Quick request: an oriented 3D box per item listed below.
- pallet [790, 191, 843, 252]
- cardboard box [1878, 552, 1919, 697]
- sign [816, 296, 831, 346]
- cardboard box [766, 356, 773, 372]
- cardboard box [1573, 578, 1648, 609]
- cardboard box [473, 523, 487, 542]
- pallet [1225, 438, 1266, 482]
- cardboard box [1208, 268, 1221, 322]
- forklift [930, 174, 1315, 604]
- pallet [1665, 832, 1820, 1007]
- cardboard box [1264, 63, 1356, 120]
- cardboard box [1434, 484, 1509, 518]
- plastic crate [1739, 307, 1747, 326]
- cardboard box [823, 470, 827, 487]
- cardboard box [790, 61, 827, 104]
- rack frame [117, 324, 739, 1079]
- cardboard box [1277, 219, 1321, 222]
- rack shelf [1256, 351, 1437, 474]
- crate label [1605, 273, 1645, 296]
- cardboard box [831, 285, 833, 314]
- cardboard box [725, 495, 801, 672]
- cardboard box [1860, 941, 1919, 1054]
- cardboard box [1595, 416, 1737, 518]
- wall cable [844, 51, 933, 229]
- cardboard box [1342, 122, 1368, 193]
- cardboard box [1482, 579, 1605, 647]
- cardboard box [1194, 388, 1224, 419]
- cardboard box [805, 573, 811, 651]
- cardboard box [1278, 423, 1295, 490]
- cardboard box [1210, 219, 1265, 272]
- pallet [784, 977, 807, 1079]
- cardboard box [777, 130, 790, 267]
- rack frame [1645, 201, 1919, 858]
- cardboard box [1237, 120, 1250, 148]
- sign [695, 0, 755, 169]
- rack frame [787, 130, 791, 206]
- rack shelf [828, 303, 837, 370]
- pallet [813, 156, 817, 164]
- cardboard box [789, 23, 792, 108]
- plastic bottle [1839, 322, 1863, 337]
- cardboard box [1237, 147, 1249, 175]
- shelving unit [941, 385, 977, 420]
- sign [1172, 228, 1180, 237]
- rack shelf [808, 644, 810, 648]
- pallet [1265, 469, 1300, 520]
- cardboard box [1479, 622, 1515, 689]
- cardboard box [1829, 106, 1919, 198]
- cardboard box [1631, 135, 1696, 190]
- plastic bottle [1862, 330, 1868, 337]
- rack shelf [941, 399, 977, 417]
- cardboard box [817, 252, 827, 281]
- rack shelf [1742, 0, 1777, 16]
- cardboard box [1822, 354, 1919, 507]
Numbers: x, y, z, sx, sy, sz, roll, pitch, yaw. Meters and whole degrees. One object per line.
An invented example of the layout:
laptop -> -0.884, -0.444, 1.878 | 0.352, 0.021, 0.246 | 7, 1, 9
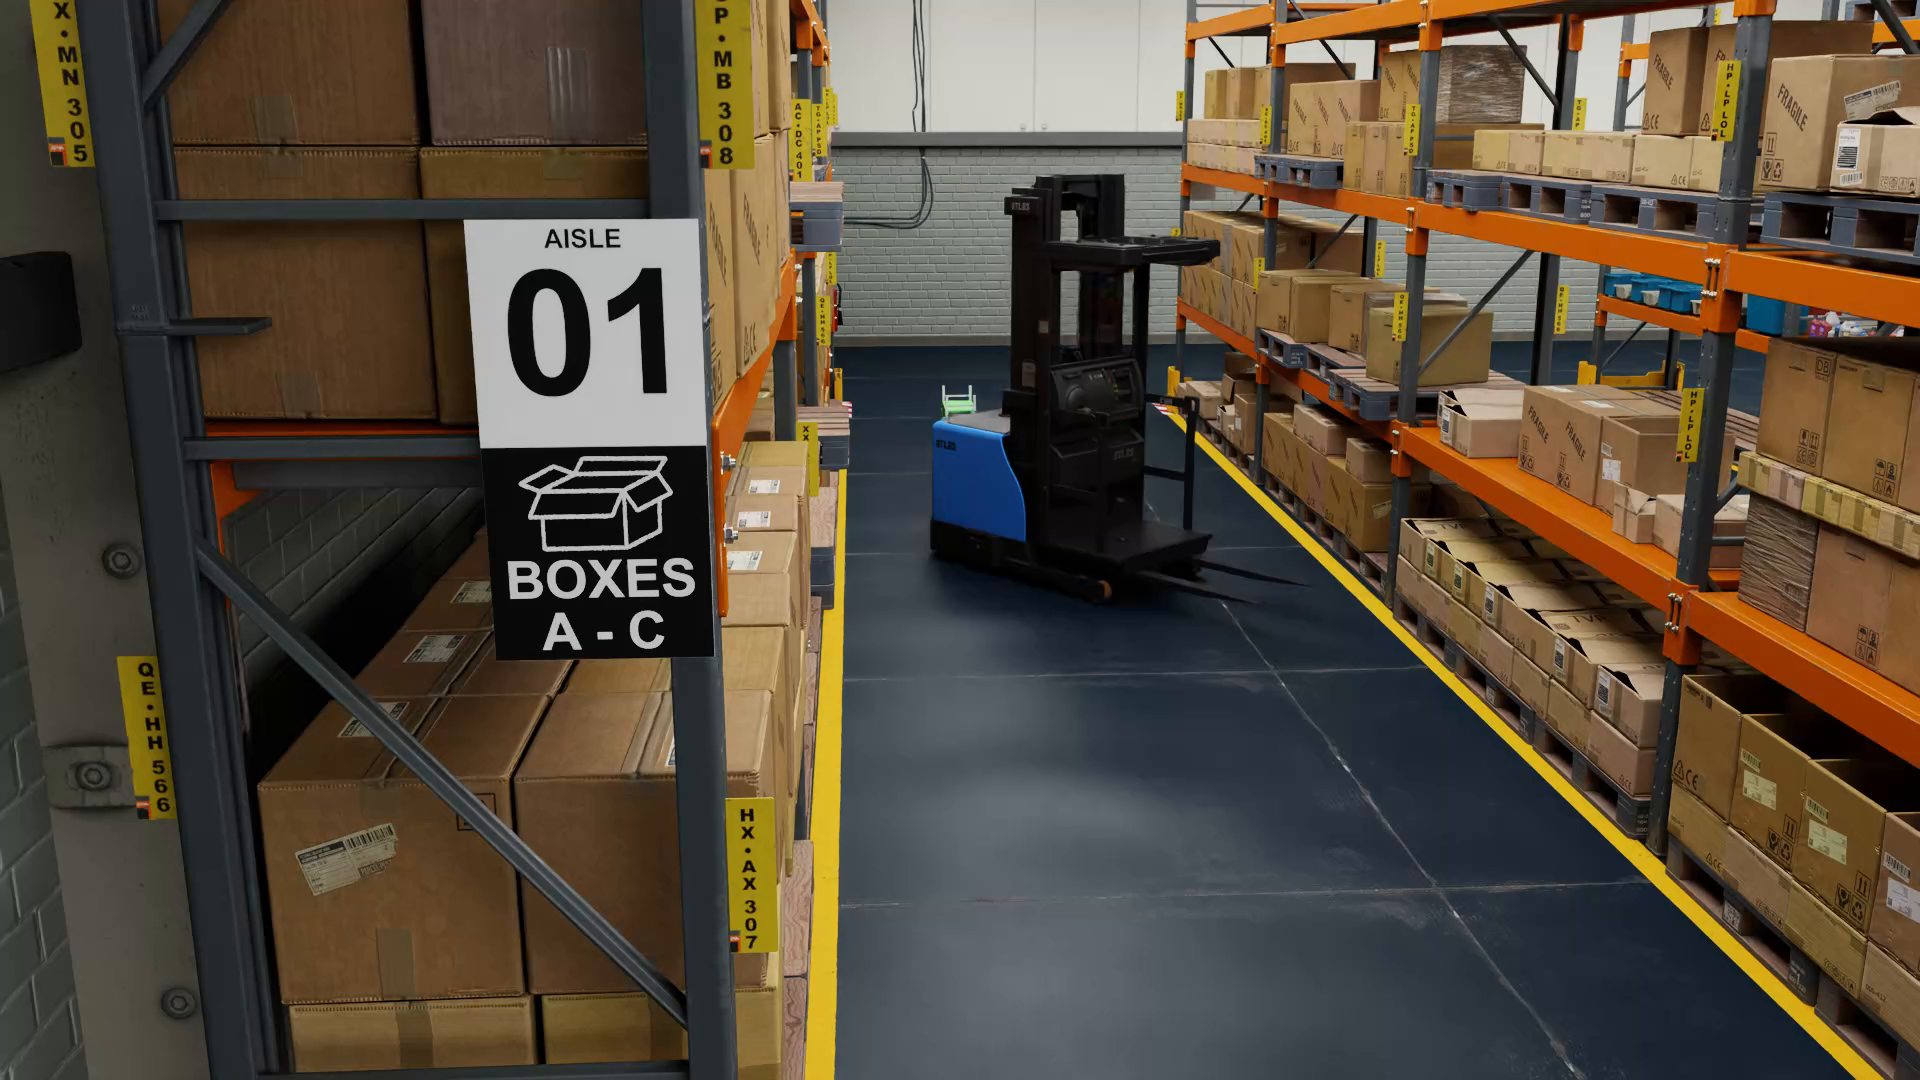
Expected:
pallet -> -1.128, -1.431, 7.425 | 1.213, 0.211, 1.003 | -1, 14, -3
cardboard box -> 3.848, 0.326, 6.038 | 0.700, 0.500, 0.500 | -1, 14, -3
sign -> -0.903, -1.442, 10.946 | 0.100, 0.325, 0.005 | -1, 14, -3
cardboard box -> -1.306, -0.744, 9.315 | 0.700, 0.500, 0.500 | -1, 14, -3
cardboard box -> 3.874, 0.376, 9.594 | 0.500, 0.311, 0.500 | 0, 14, -2
cardboard box -> -1.322, 0.159, 5.646 | 0.500, 0.500, 0.500 | 0, 14, -2
pallet -> 3.210, -0.801, 16.217 | 1.003, 0.211, 1.213 | -1, 14, -3
cardboard box -> 2.863, -2.532, 17.148 | 0.500, 0.500, 0.500 | -1, 14, -3
forklift -> 1.155, -1.113, 11.969 | 1.130, 2.935, 3.031 | -14, 20, -42
pallet -> 3.755, 1.557, 7.049 | 1.003, 0.211, 1.213 | -1, 14, -3
cardboard box -> 3.184, -4.087, 15.163 | 0.700, 0.500, 0.500 | -1, 14, -3
cardboard box -> 3.757, -0.106, 12.053 | 0.500, 0.500, 0.500 | 0, 14, -1
plastic crate -> 7.858, -2.227, 16.592 | 0.437, 0.125, 0.590 | -1, 14, -3
cardboard box -> -1.407, -0.474, 12.820 | 0.750, 0.750, 0.750 | -1, 14, -4
cardboard box -> -1.456, -4.080, 15.098 | 0.500, 0.500, 0.500 | -1, 14, -4
rack frame -> -0.949, 1.081, 3.306 | 1.000, 3.000, 0.127 | -1, 14, -3
cardboard box -> 3.407, -3.020, 17.036 | 0.500, 0.500, 0.500 | 0, 14, -2
rack shelf -> 3.376, -1.135, 13.362 | 1.077, 0.370, 4.000 | -1, 14, -3
crate label -> 7.635, -2.933, 19.121 | 0.416, 0.233, 0.303 | -1, 14, -3
cardboard box -> -1.842, -2.736, 17.539 | 0.980, 0.700, 0.700 | -1, 14, -4
cardboard box -> -0.801, 0.148, 5.687 | 0.500, 0.500, 0.500 | -1, 14, -5
cardboard box -> 3.562, 1.630, 5.847 | 0.500, 0.250, 0.500 | -1, 14, -3
cardboard box -> 3.683, -0.362, 8.713 | 0.500, 0.500, 0.500 | 0, 14, 1
wall cable -> -1.934, -5.712, 23.899 | 3.097, 2.526, 0.112 | -1, 14, -3
cardboard box -> 3.375, -2.851, 12.369 | 0.910, 0.500, 0.500 | -1, 14, -3
cardboard box -> 3.342, 0.390, 9.539 | 0.500, 0.311, 0.500 | -1, 14, -4
cardboard box -> 2.816, -1.469, 17.851 | 0.500, 0.250, 0.500 | -1, 14, -3
cardboard box -> -0.865, 0.262, 6.749 | 0.500, 0.250, 0.500 | -1, 14, -3
cardboard box -> 3.083, -0.727, 14.465 | 0.500, 0.500, 0.500 | -1, 14, -3
cardboard box -> 2.867, -3.013, 17.011 | 0.500, 0.500, 0.500 | -1, 14, -4
pallet -> -1.041, 1.907, 5.691 | 1.003, 0.211, 1.213 | -1, 14, -3
cardboard box -> -0.918, -1.302, 6.308 | 0.500, 0.500, 0.500 | 0, 14, -2
rack frame -> 3.747, 0.009, 7.473 | 1.000, 3.000, 0.127 | -1, 14, -3
cardboard box -> 2.923, -3.844, 15.726 | 0.500, 0.250, 0.500 | -1, 14, -3
sign -> -0.407, -0.804, 2.856 | 0.100, 0.325, 0.005 | -1, 14, -3
rack frame -> -1.197, -2.819, 6.425 | 1.000, 3.000, 0.127 | -1, 14, -3
rack shelf -> -1.816, -2.053, 16.928 | 1.077, 0.370, 4.000 | -1, 14, -3
pallet -> -1.586, -3.036, 13.672 | 0.805, 0.209, 1.217 | -1, 15, -6
cardboard box -> -0.895, -1.789, 6.191 | 0.500, 0.500, 0.500 | -2, 15, -8
plastic bottle -> 7.867, -1.784, 14.691 | 0.152, 0.276, 0.135 | -1, 14, -3
cardboard box -> 2.936, -3.602, 15.789 | 0.500, 0.250, 0.500 | -1, 14, -3
shelving unit -> -0.010, -0.622, 13.537 | 0.258, 1.200, 0.503 | -1, 14, -3
sign -> 2.462, -3.387, 18.932 | 0.100, 0.325, 0.005 | -1, 14, -3
rack shelf -> -1.073, 0.932, 5.329 | 1.077, 0.370, 4.000 | -1, 14, -3
pallet -> 3.340, -0.429, 14.769 | 1.003, 0.211, 1.213 | -1, 14, -3
cardboard box -> 3.341, 0.659, 9.622 | 0.500, 0.250, 0.500 | -1, 14, -2
cardboard box -> 3.549, -1.408, 6.016 | 0.500, 0.311, 0.500 | -2, 15, -7
cardboard box -> 3.682, -1.865, 8.193 | 0.500, 0.250, 0.500 | -2, 15, -9
plastic bottle -> 7.990, -1.755, 14.726 | 0.097, 0.201, 0.097 | 0, 14, 0
rack shelf -> -0.010, -1.025, 13.433 | 0.258, 0.148, 0.480 | -1, 14, -3
cardboard box -> -1.408, -2.357, 14.324 | 0.500, 0.250, 0.500 | -1, 14, -2
rack shelf -> 3.871, -1.857, 4.932 | 1.077, 0.370, 4.000 | -1, 14, -3
cardboard box -> 3.814, -0.432, 6.382 | 0.700, 0.500, 0.500 | -1, 14, -4
